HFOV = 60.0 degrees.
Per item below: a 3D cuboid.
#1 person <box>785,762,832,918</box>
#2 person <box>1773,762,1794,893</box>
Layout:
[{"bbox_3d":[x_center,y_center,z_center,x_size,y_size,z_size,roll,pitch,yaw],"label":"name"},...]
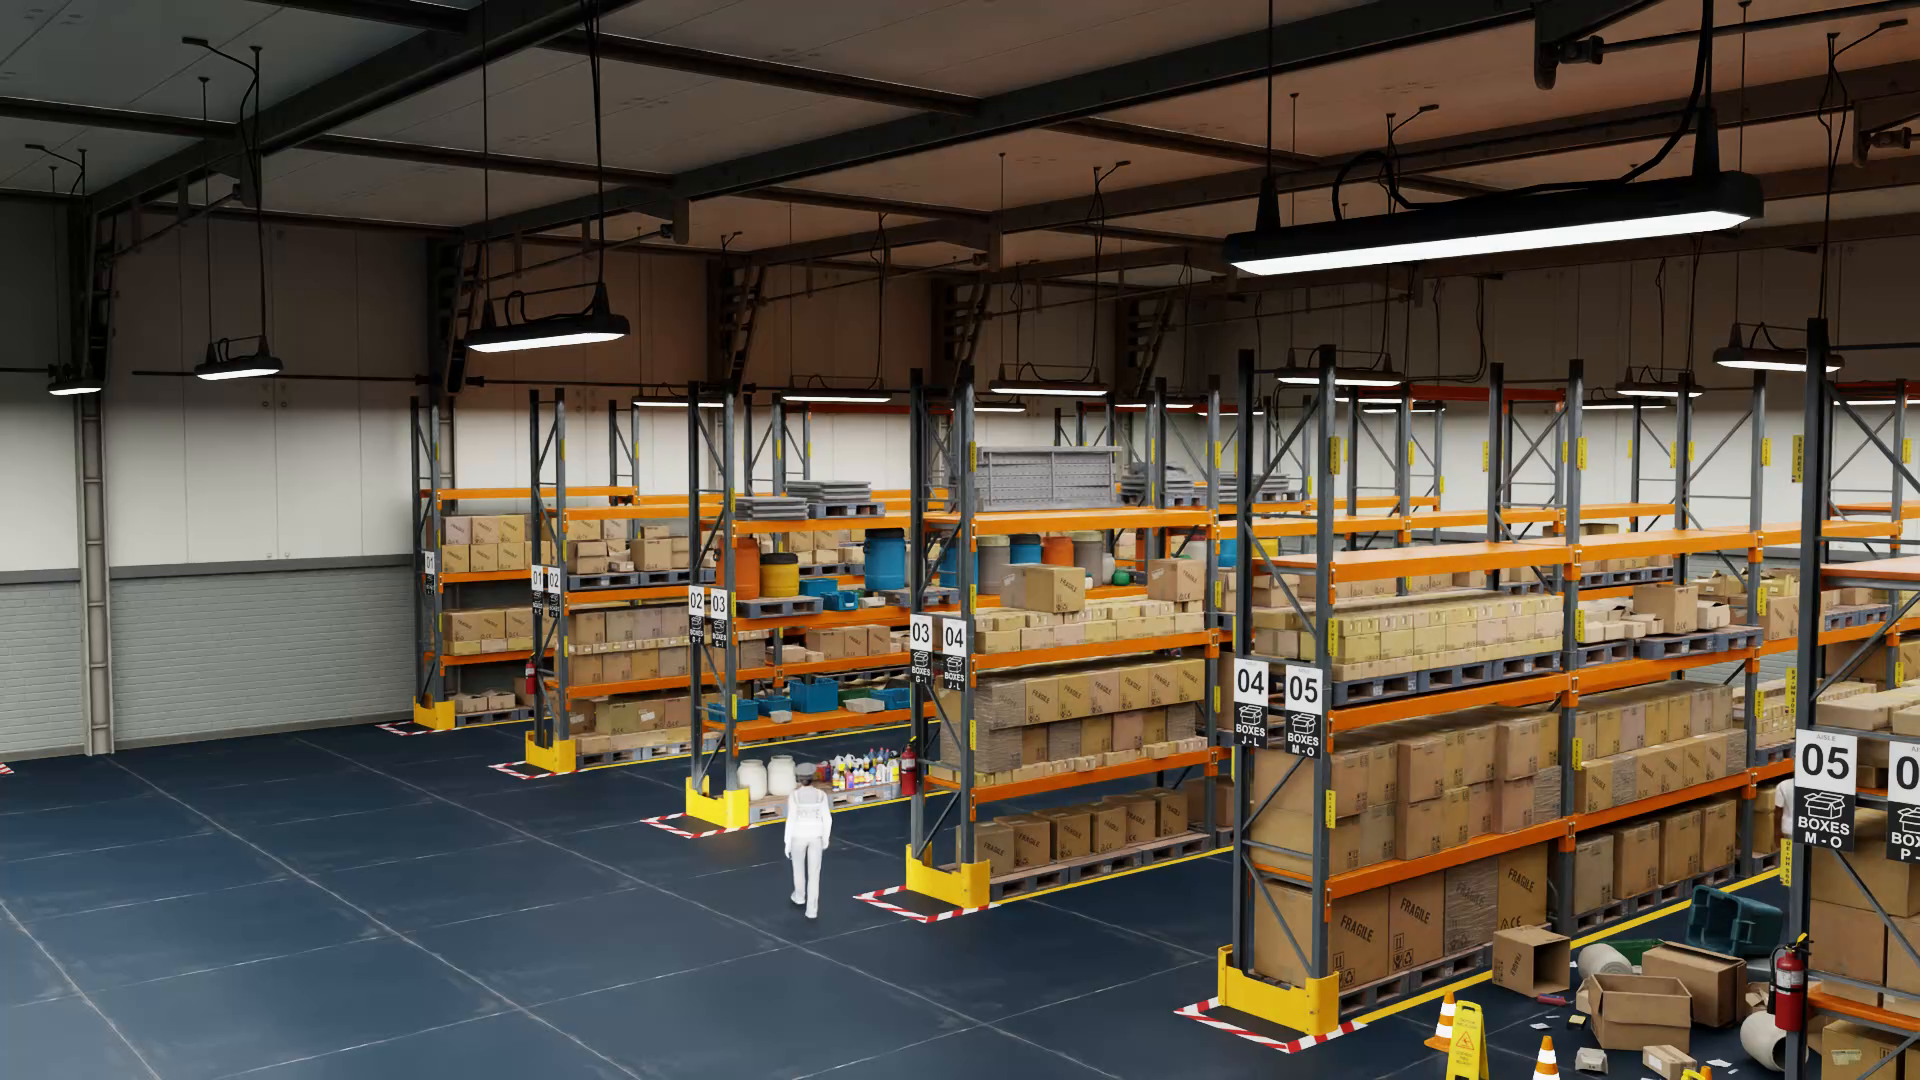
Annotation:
[{"bbox_3d":[-1.666,3.258,18.237,0.523,1.613,1.020,0,3,-8],"label":"person"},{"bbox_3d":[9.179,3.219,18.133,0.548,1.765,0.594,-3,4,-41],"label":"person"}]
